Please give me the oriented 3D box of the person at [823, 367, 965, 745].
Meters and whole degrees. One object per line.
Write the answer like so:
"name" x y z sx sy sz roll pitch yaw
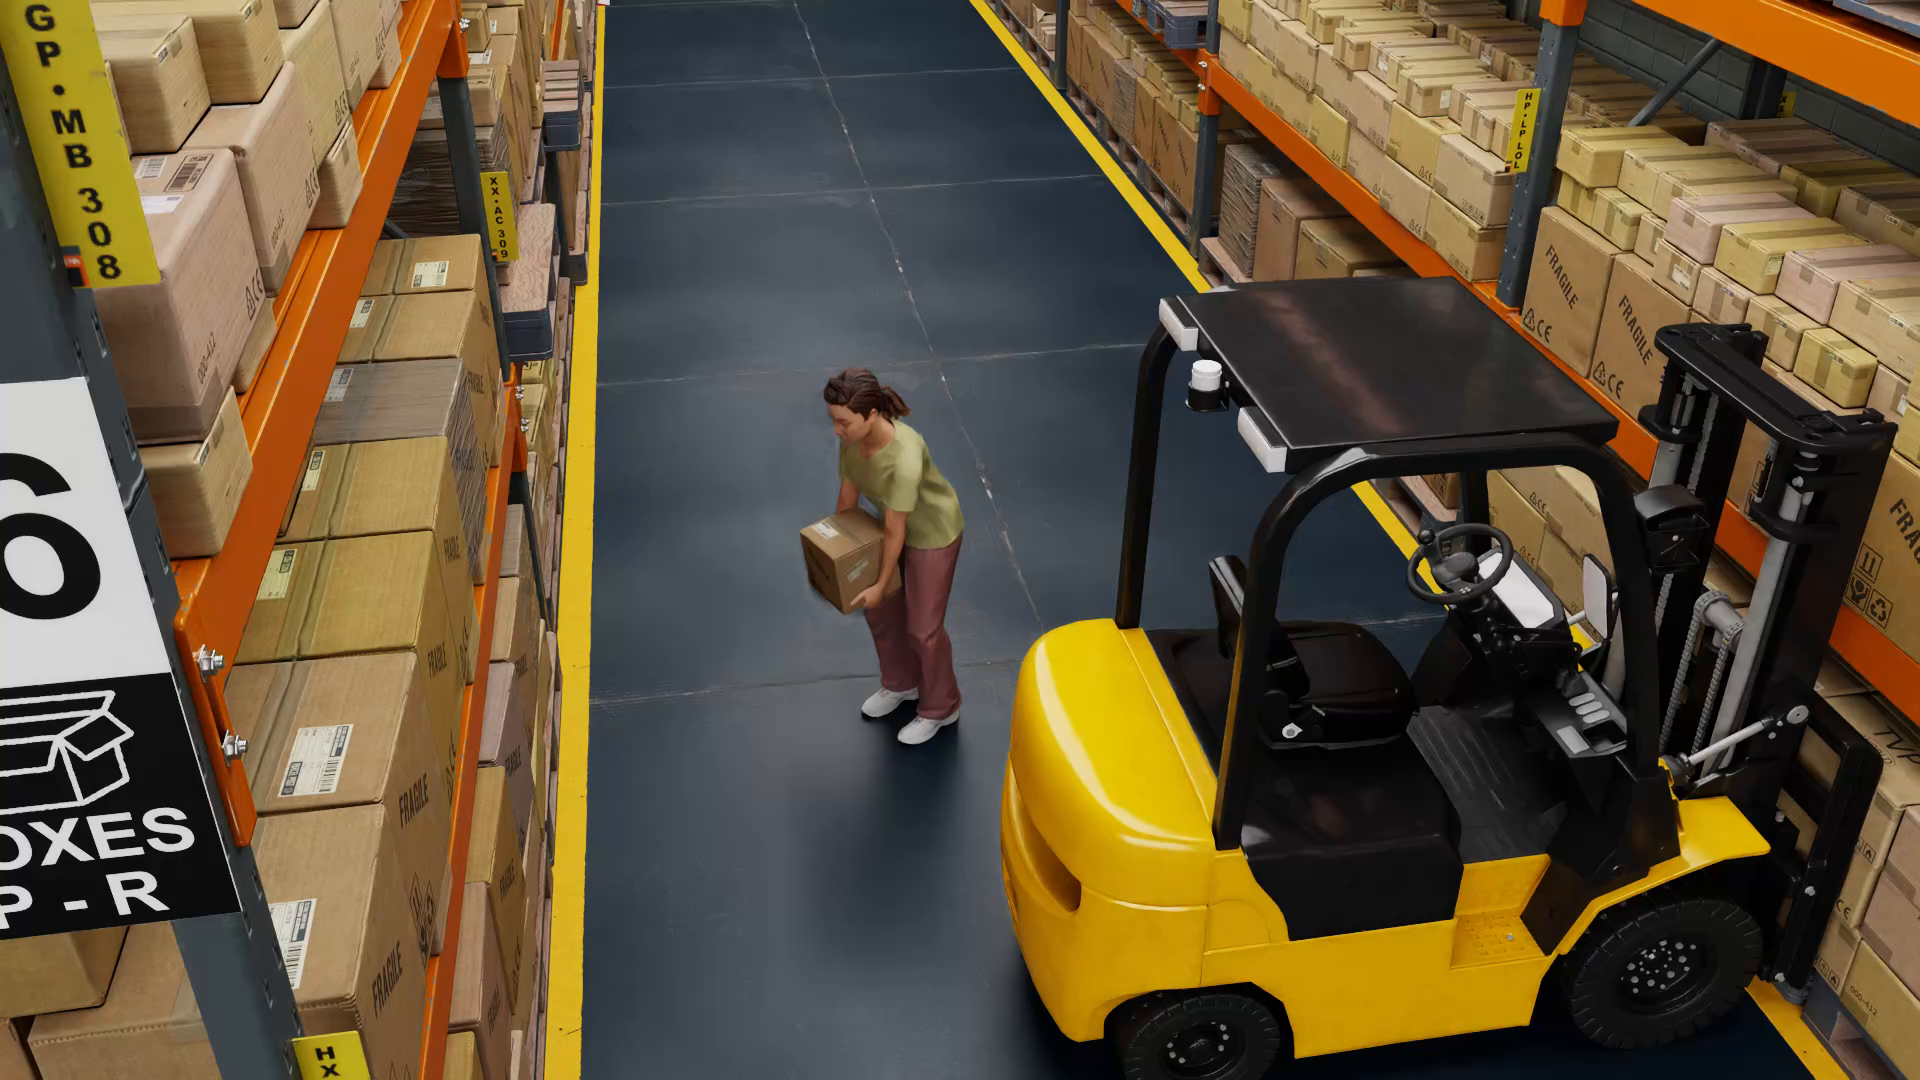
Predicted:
"person" -0.248 0.049 6.136 0.554 1.595 0.410 -24 38 -34
